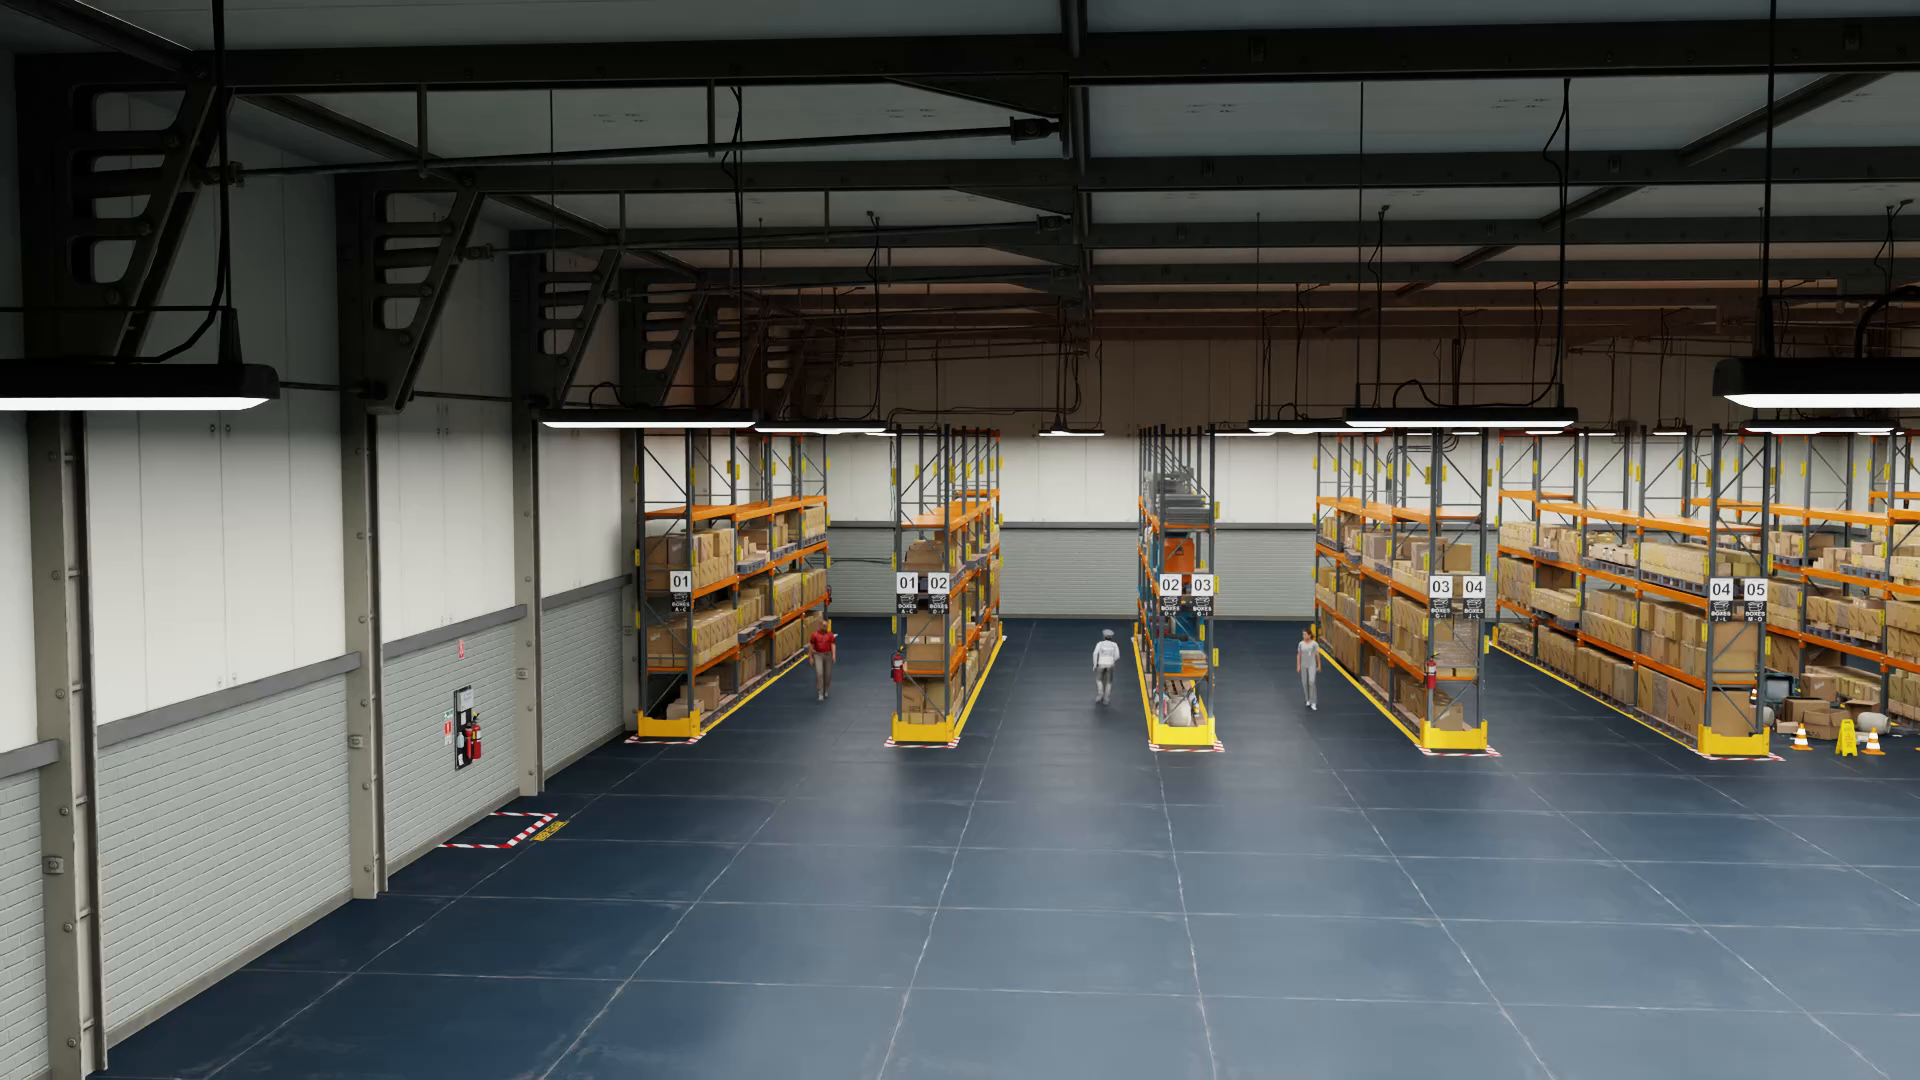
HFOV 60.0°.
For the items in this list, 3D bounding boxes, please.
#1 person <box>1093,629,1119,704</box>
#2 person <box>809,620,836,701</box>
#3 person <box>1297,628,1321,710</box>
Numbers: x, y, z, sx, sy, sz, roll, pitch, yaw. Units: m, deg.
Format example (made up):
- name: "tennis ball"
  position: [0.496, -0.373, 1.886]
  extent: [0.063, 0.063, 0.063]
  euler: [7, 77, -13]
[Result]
- name: "person"
  position: [3.170, 2.738, 36.077]
  extent: [0.568, 1.592, 0.719]
  euler: [0, 3, 7]
- name: "person"
  position: [-2.990, 2.651, 36.696]
  extent: [0.566, 1.732, 0.780]
  euler: [-1, 4, -20]
- name: "person"
  position: [7.422, 2.730, 35.457]
  extent: [0.557, 1.673, 0.650]
  euler: [2, 4, 33]
